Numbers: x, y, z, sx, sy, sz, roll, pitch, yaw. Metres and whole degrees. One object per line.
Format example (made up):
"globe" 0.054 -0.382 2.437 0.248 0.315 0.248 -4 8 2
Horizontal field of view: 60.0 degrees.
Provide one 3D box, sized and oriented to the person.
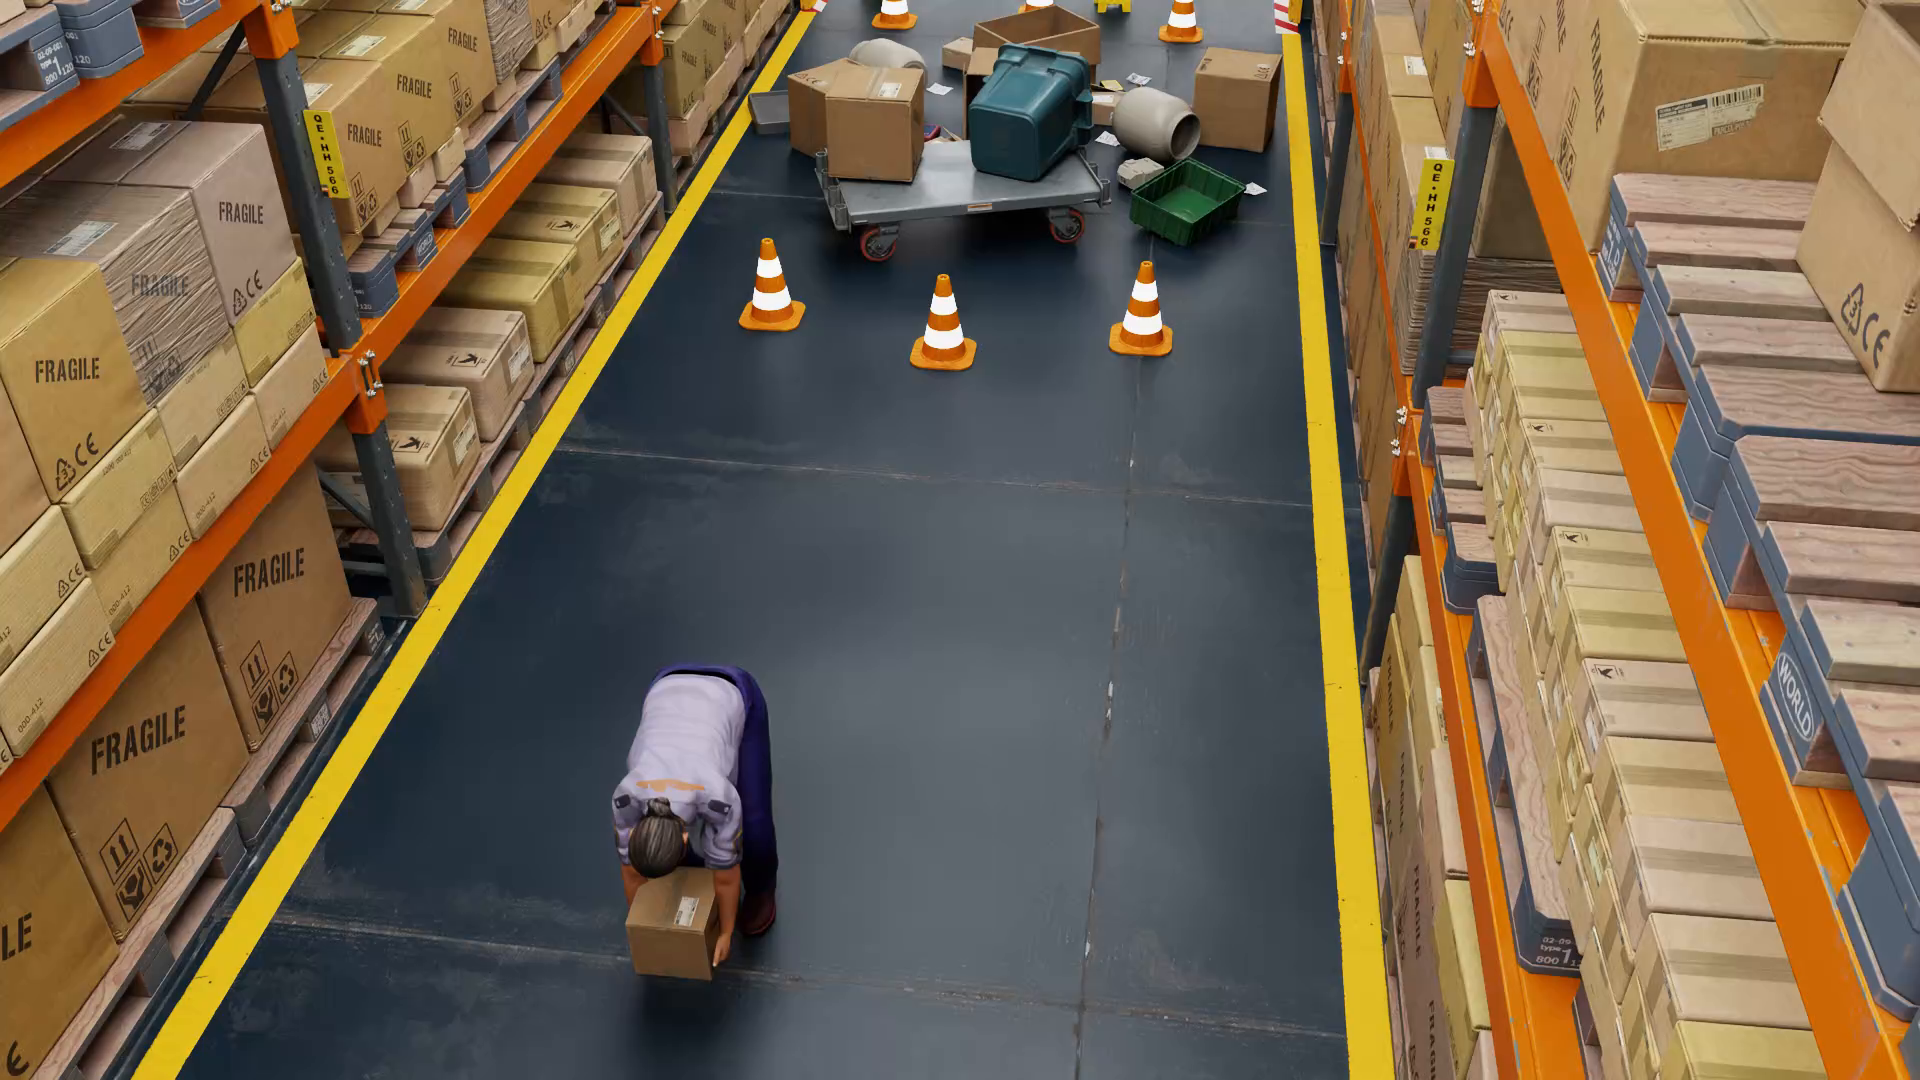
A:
"person" -0.857 0.979 5.389 0.480 0.989 0.909 3 36 4
